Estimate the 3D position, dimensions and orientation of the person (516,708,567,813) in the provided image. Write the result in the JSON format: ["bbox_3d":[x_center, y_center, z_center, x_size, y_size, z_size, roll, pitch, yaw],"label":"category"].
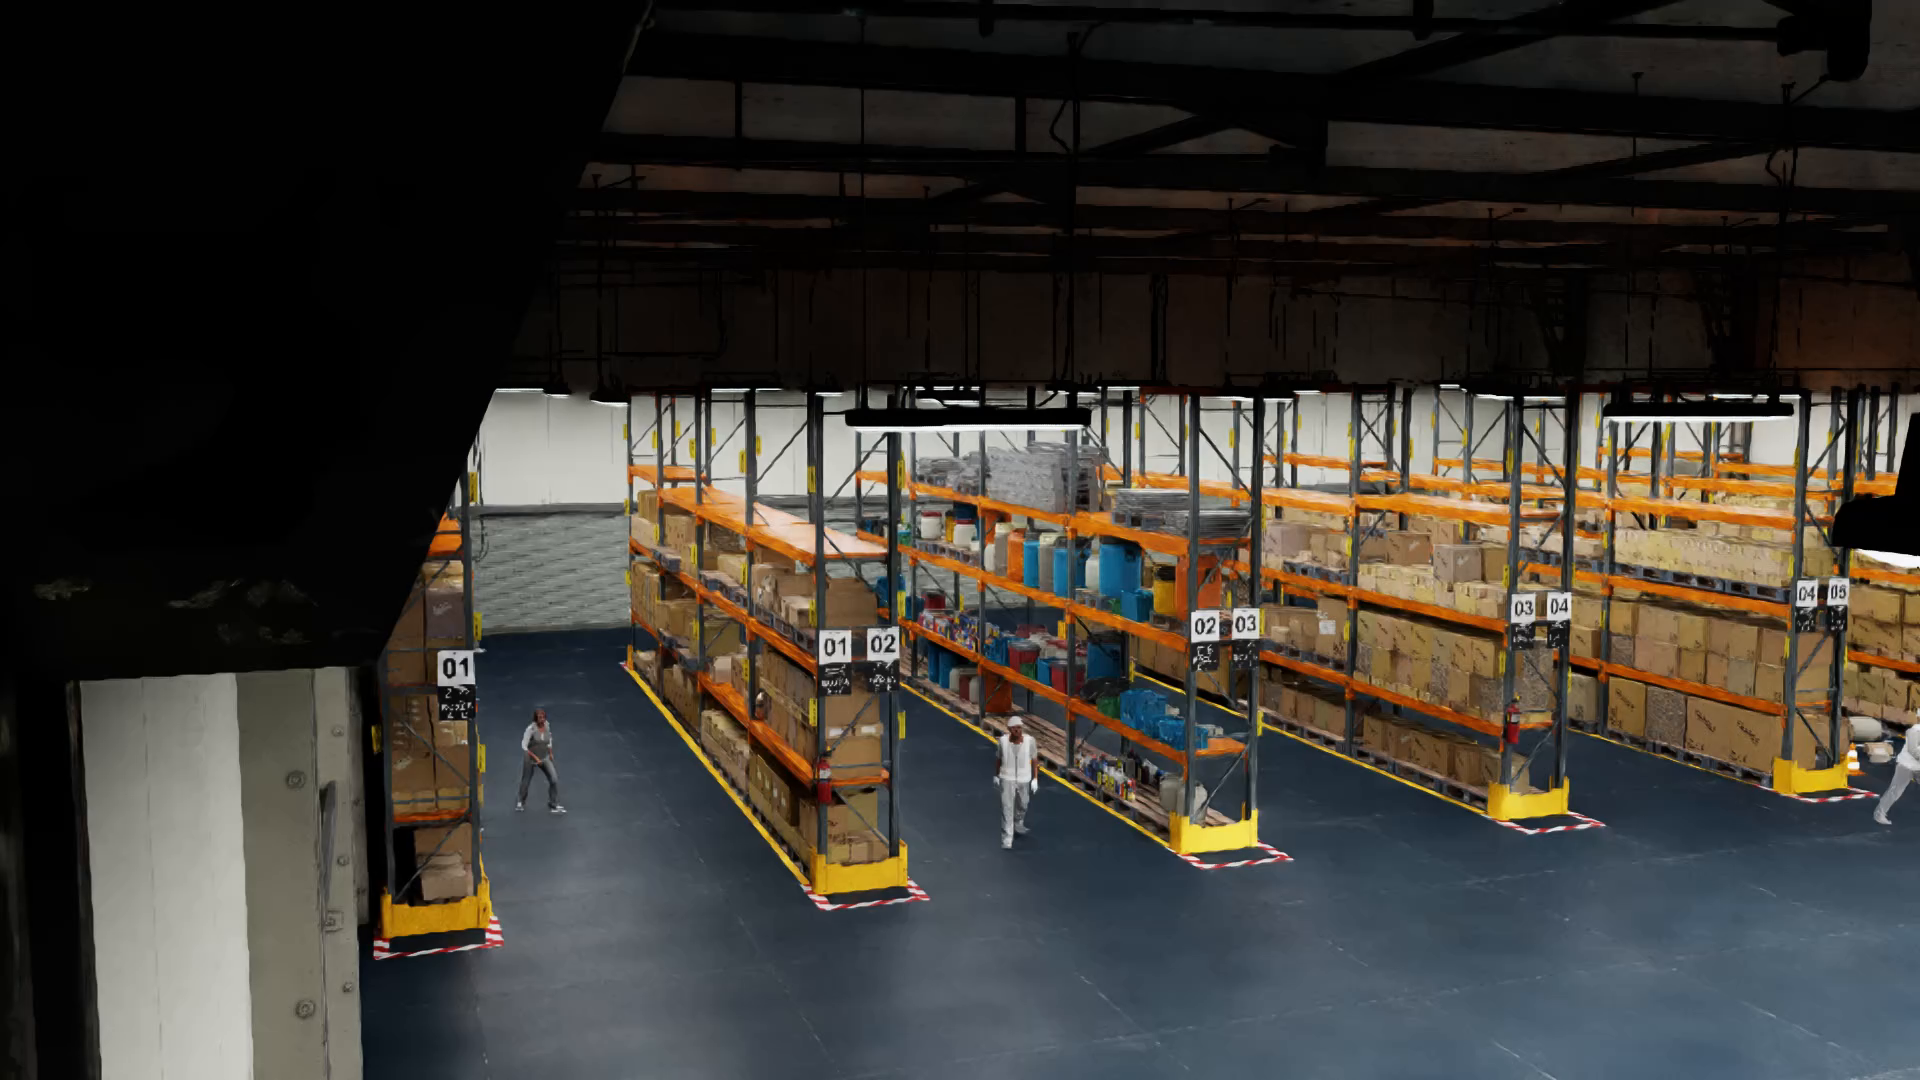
[{"bbox_3d":[-6.010,3.121,23.667,0.562,1.522,0.782,-4,7,-36],"label":"person"}]

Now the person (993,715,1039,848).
[{"bbox_3d":[0.750,3.180,22.175,0.589,1.746,0.950,0,6,-4],"label":"person"}]

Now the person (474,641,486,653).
[{"bbox_3d":[-10.929,1.697,36.776,0.566,1.660,0.691,2,6,19],"label":"person"}]

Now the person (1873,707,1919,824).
[{"bbox_3d":[13.154,3.106,22.959,0.675,1.715,0.835,-4,7,-36],"label":"person"}]
